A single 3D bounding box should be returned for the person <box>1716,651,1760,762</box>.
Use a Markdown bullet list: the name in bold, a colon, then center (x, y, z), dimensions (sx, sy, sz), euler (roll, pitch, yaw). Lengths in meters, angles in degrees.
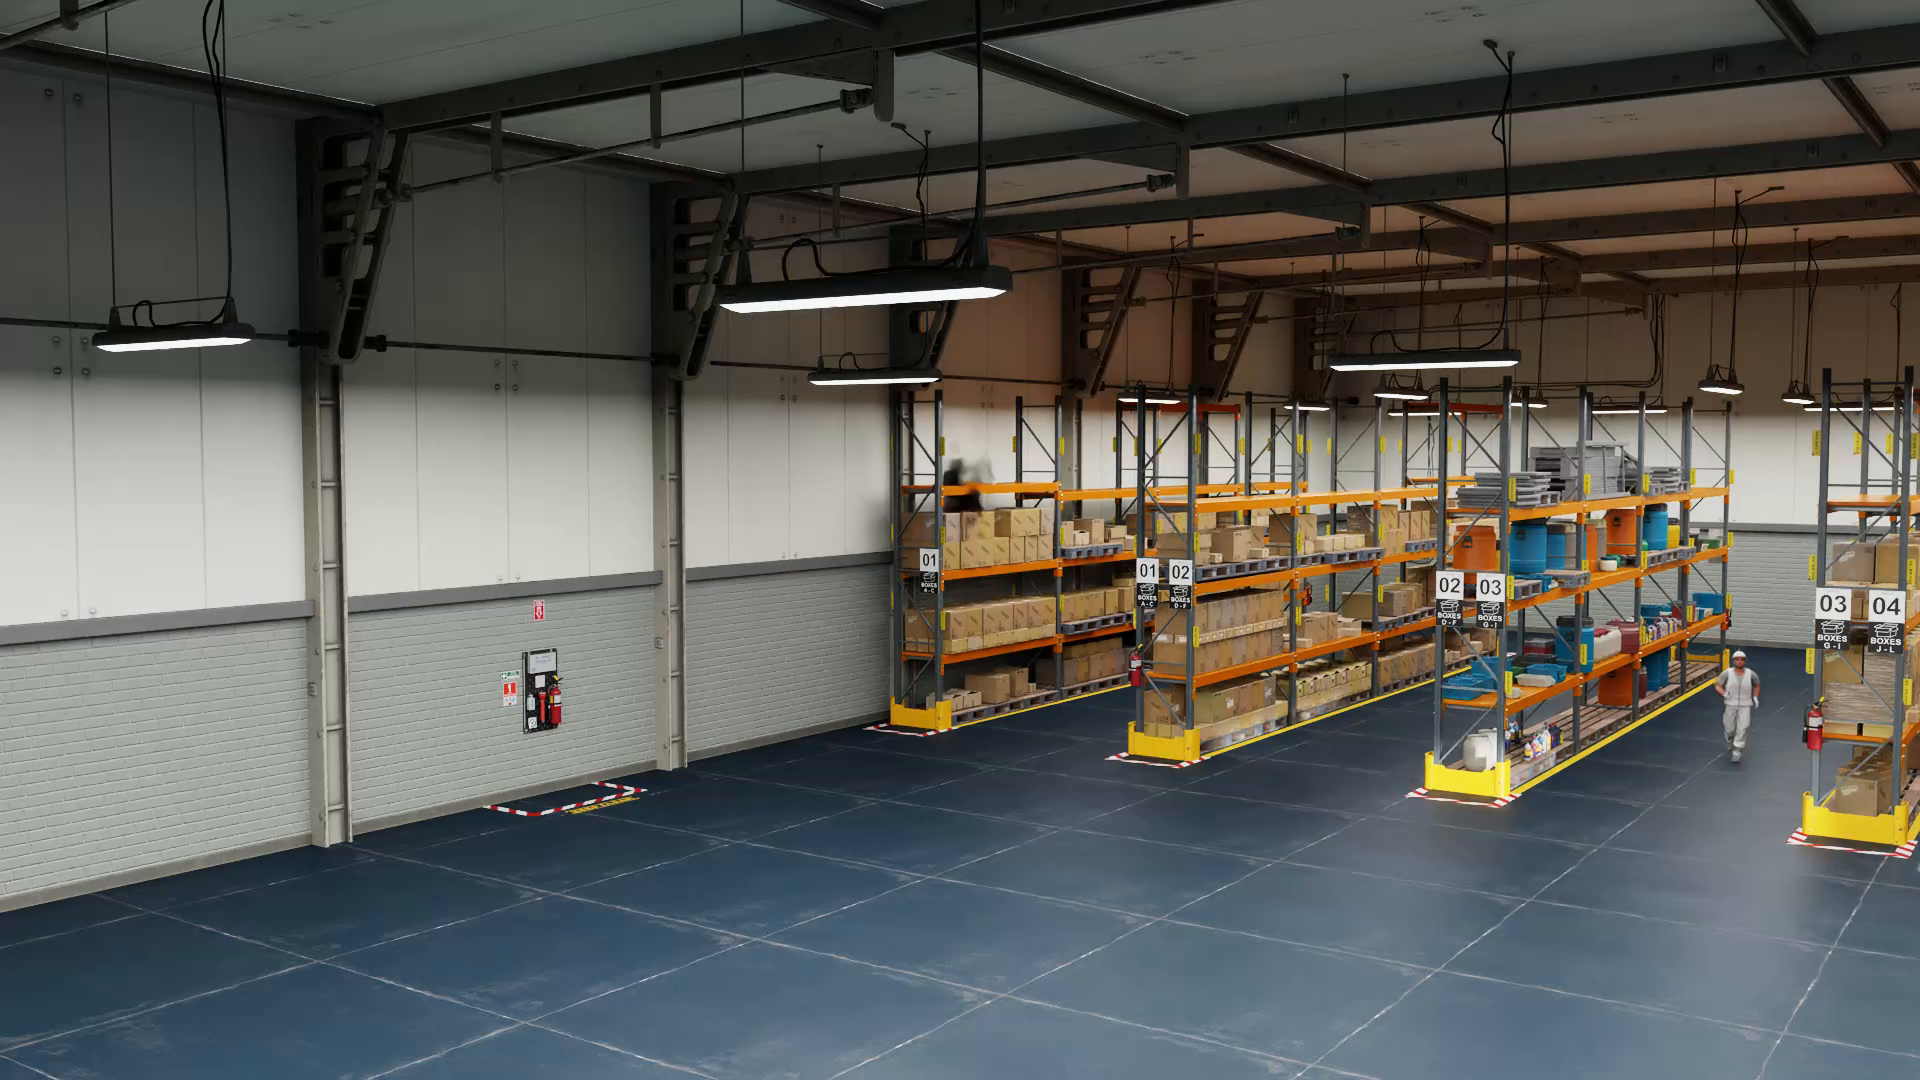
- **person**: center (12.376, 2.637, 26.459), dimensions (0.653, 1.750, 0.720), euler (1, 3, 21)
